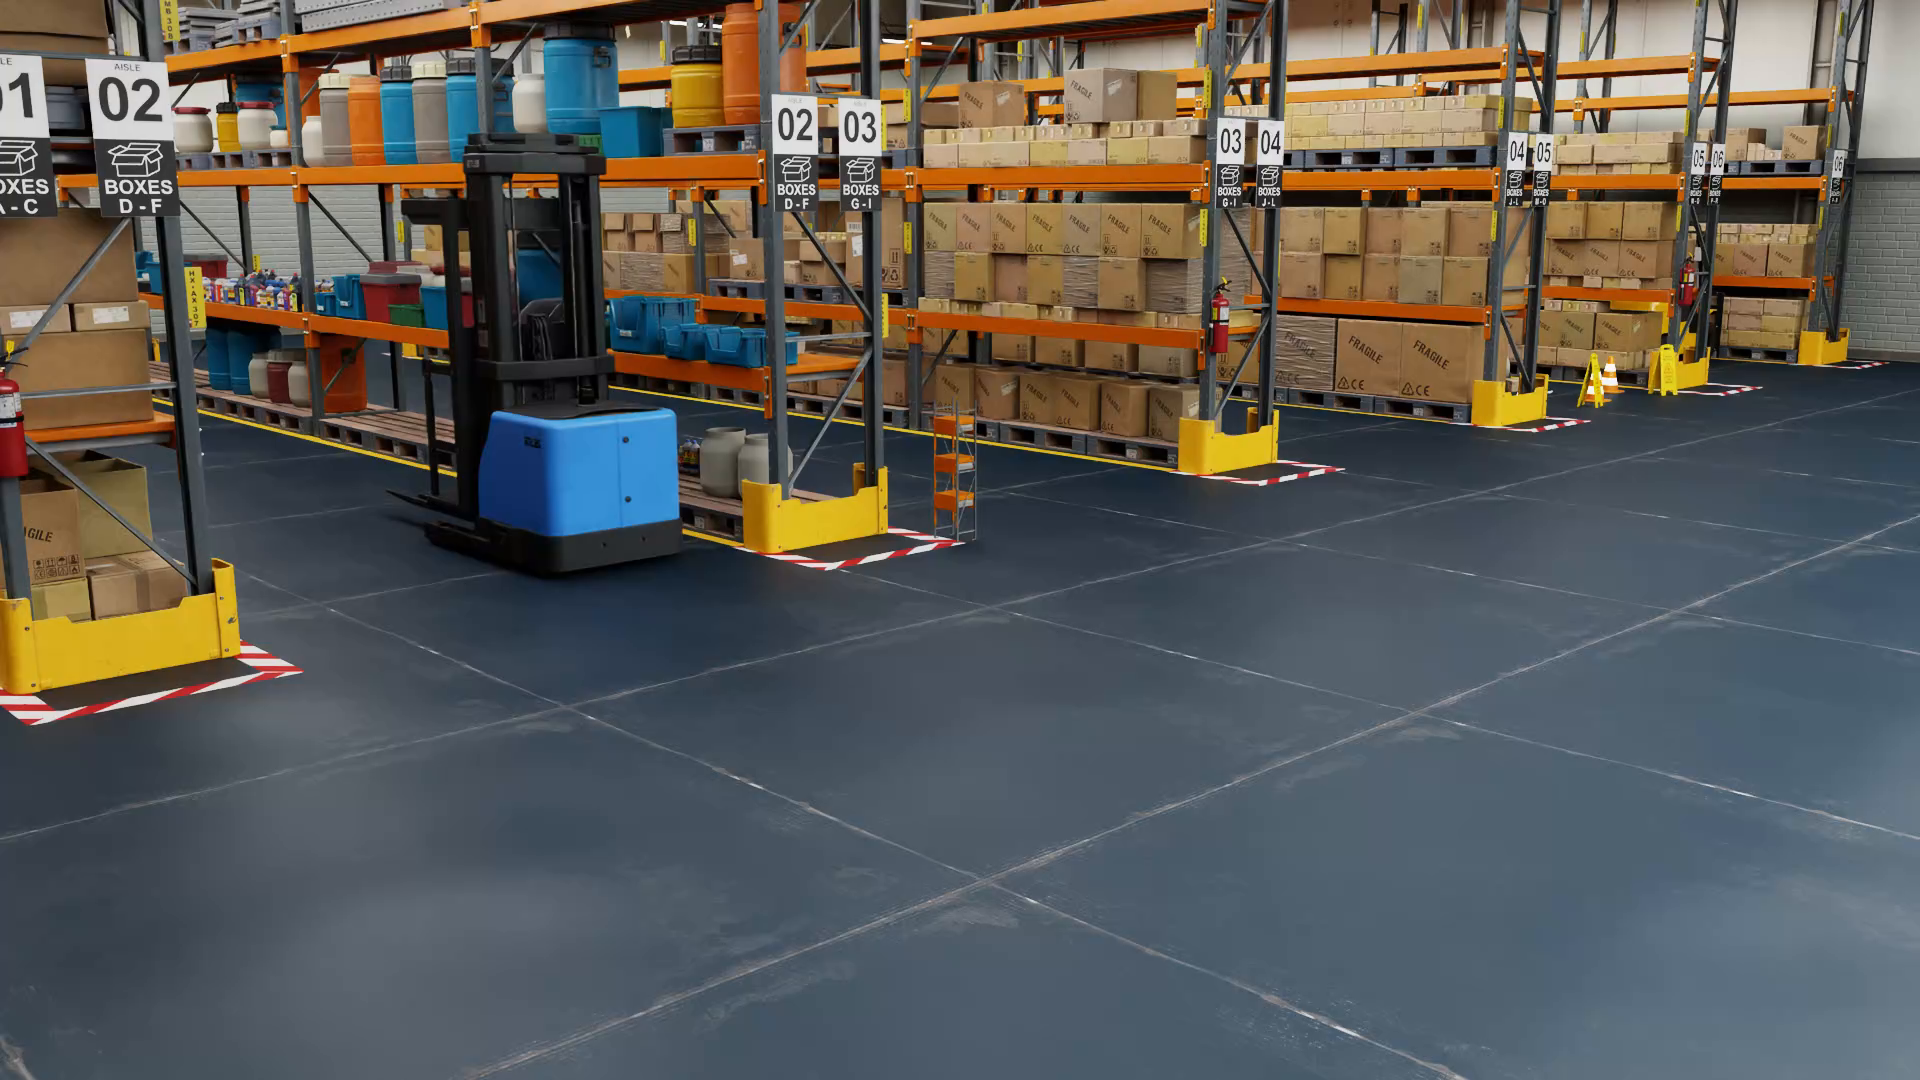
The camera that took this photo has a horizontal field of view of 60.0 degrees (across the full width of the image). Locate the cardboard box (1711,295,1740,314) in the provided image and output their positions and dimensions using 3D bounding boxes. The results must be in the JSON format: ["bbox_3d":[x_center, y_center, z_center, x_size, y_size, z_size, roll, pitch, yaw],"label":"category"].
[{"bbox_3d":[12.102,-3.750,26.473,0.500,0.250,0.500,-11,16,-42],"label":"cardboard box"}]

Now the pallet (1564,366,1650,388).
[{"bbox_3d":[9.183,-2.308,23.090,1.003,0.211,1.213,-11,16,-43],"label":"pallet"}]

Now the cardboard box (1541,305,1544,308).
[{"bbox_3d":[8.317,-3.152,24.191,0.500,0.500,0.500,-10,15,-40],"label":"cardboard box"}]

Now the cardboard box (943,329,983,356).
[{"bbox_3d":[0.092,-3.043,24.902,0.500,0.500,0.500,-11,16,-43],"label":"cardboard box"}]

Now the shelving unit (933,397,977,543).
[{"bbox_3d":[-0.037,-0.522,12.344,0.215,1.050,0.252,-11,16,-43],"label":"shelving unit"}]

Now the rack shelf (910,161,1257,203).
[{"bbox_3d":[1.222,-3.567,16.639,1.077,0.370,4.000,-11,16,-43],"label":"rack shelf"}]

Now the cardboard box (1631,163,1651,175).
[{"bbox_3d":[9.126,-4.930,22.096,0.380,0.149,0.250,-11,16,-42],"label":"cardboard box"}]

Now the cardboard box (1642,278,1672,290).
[{"bbox_3d":[9.358,-3.441,22.301,0.380,0.149,0.250,-10,15,-41],"label":"cardboard box"}]

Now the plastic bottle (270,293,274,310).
[{"bbox_3d":[-7.519,-2.633,18.252,0.097,0.201,0.097,0,12,0],"label":"plastic bottle"}]

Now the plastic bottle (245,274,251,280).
[{"bbox_3d":[-8.760,-3.146,20.555,0.152,0.276,0.135,-11,16,-43],"label":"plastic bottle"}]

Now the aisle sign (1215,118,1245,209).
[{"bbox_3d":[2.429,-3.380,14.943,0.394,0.787,0.004,-11,16,-43],"label":"aisle sign"}]

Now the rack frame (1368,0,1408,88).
[{"bbox_3d":[7.833,-8.337,30.577,1.000,3.000,0.127,-11,16,-43],"label":"rack frame"}]

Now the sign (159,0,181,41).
[{"bbox_3d":[-4.159,-2.791,8.727,0.100,0.325,0.005,-11,16,-43],"label":"sign"}]

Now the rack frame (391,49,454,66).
[{"bbox_3d":[-8.446,-7.431,26.181,1.000,3.000,0.127,-11,16,-43],"label":"rack frame"}]

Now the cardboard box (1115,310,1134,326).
[{"bbox_3d":[1.714,-2.152,16.047,0.380,0.149,0.250,-11,16,-43],"label":"cardboard box"}]

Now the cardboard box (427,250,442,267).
[{"bbox_3d":[-7.946,-4.383,25.885,0.500,0.250,0.500,-11,16,-43],"label":"cardboard box"}]

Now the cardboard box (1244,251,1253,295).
[{"bbox_3d":[3.761,-3.440,21.301,0.875,0.550,0.550,-11,16,-43],"label":"cardboard box"}]

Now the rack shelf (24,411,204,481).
[{"bbox_3d":[-5.945,-0.718,10.244,1.077,0.370,4.000,-11,16,-43],"label":"rack shelf"}]

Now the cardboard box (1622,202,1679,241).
[{"bbox_3d":[9.260,-4.267,22.229,0.500,0.500,0.700,11,16,44],"label":"cardboard box"}]

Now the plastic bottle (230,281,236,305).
[{"bbox_3d":[-8.295,-2.832,19.040,0.097,0.271,0.097,0,12,0],"label":"plastic bottle"}]

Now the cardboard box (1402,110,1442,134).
[{"bbox_3d":[5.375,-4.736,18.878,0.500,0.250,0.500,-11,16,-42],"label":"cardboard box"}]

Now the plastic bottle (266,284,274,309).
[{"bbox_3d":[-7.586,-2.682,18.314,0.097,0.271,0.097,0,12,0],"label":"plastic bottle"}]

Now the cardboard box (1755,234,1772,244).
[{"bbox_3d":[12.583,-4.689,25.882,0.380,0.149,0.250,-11,16,-42],"label":"cardboard box"}]

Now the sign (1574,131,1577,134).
[{"bbox_3d":[10.210,-6.614,27.588,0.100,0.325,0.005,-11,16,-43],"label":"sign"}]

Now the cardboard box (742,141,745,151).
[{"bbox_3d":[-2.435,-4.910,19.888,0.500,0.500,0.500,-11,16,-42],"label":"cardboard box"}]

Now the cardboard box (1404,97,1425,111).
[{"bbox_3d":[5.254,-4.939,18.876,0.380,0.149,0.250,-11,16,-42],"label":"cardboard box"}]

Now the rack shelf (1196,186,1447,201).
[{"bbox_3d":[5.627,-5.531,26.176,1.077,0.370,4.000,-11,16,-43],"label":"rack shelf"}]

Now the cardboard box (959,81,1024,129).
[{"bbox_3d":[0.336,-4.620,17.746,0.500,0.500,0.500,11,16,43],"label":"cardboard box"}]

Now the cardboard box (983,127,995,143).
[{"bbox_3d":[0.449,-4.141,17.026,0.380,0.149,0.250,-10,15,-41],"label":"cardboard box"}]

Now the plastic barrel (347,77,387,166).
[{"bbox_3d":[-5.642,-4.069,16.232,0.600,0.830,0.708,-11,16,-43],"label":"plastic barrel"}]

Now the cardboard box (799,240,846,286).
[{"bbox_3d":[-1.423,-3.238,19.399,0.797,0.503,0.637,-9,15,-37],"label":"cardboard box"}]

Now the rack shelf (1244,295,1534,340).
[{"bbox_3d":[4.879,-2.774,20.225,1.077,0.370,4.000,-11,16,-43],"label":"rack shelf"}]

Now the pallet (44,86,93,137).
[{"bbox_3d":[-5.034,-2.311,8.979,1.003,0.211,1.213,-11,16,-43],"label":"pallet"}]

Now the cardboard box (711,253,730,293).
[{"bbox_3d":[-3.060,-3.483,21.638,0.500,0.500,0.500,-10,15,-41],"label":"cardboard box"}]

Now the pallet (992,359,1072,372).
[{"bbox_3d":[1.226,-2.511,24.075,1.003,0.211,1.213,-11,16,-43],"label":"pallet"}]

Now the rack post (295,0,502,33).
[{"bbox_3d":[-5.163,-5.363,15.647,1.013,1.000,3.121,-11,16,-43],"label":"rack post"}]

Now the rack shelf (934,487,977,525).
[{"bbox_3d":[-0.037,-0.240,12.402,0.215,0.259,0.240,-11,16,-43],"label":"rack shelf"}]

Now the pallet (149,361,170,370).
[{"bbox_3d":[-11.487,-2.311,23.107,1.003,0.211,1.213,-11,16,-43],"label":"pallet"}]

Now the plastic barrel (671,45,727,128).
[{"bbox_3d":[-1.858,-3.384,12.460,0.600,0.588,0.600,0,12,0],"label":"plastic barrel"}]

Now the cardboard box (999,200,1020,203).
[{"bbox_3d":[0.937,-6.201,30.743,0.380,0.149,0.250,-10,16,-41],"label":"cardboard box"}]

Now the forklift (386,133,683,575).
[{"bbox_3d":[-3.309,-1.438,12.129,1.130,2.935,3.031,-10,16,-41],"label":"forklift"}]

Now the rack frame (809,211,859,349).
[{"bbox_3d":[-2.027,-4.586,27.236,1.000,3.000,0.127,-11,16,-43],"label":"rack frame"}]

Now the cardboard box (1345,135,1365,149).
[{"bbox_3d":[4.733,-4.659,19.493,0.380,0.149,0.250,-11,16,-42],"label":"cardboard box"}]

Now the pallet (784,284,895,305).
[{"bbox_3d":[-1.525,-2.948,19.764,1.003,0.211,1.213,-11,16,-43],"label":"pallet"}]

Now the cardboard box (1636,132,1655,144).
[{"bbox_3d":[9.173,-5.327,22.046,0.380,0.149,0.250,-11,16,-42],"label":"cardboard box"}]

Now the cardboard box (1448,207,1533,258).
[{"bbox_3d":[6.032,-3.496,18.901,0.875,0.550,0.550,-11,16,-43],"label":"cardboard box"}]

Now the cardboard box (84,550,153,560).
[{"bbox_3d":[-5.122,0.181,9.872,0.500,0.250,0.500,-11,16,-43],"label":"cardboard box"}]

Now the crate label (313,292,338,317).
[{"bbox_3d":[-6.484,-2.440,17.234,0.303,0.233,0.416,-11,16,-43],"label":"crate label"}]

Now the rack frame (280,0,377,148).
[{"bbox_3d":[-6.504,-5.574,17.164,1.000,3.000,0.127,-11,16,-43],"label":"rack frame"}]

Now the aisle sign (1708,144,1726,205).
[{"bbox_3d":[10.038,-4.846,22.059,0.394,0.787,0.004,-11,16,-43],"label":"aisle sign"}]

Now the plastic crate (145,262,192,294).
[{"bbox_3d":[-9.835,-3.261,20.698,0.392,0.384,0.575,-11,16,-43],"label":"plastic crate"}]

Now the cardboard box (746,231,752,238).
[{"bbox_3d":[-3.265,-4.960,28.069,0.500,0.500,0.500,-11,16,-43],"label":"cardboard box"}]

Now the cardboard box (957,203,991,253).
[{"bbox_3d":[0.314,-3.252,17.301,0.500,0.500,0.500,-11,16,-43],"label":"cardboard box"}]
